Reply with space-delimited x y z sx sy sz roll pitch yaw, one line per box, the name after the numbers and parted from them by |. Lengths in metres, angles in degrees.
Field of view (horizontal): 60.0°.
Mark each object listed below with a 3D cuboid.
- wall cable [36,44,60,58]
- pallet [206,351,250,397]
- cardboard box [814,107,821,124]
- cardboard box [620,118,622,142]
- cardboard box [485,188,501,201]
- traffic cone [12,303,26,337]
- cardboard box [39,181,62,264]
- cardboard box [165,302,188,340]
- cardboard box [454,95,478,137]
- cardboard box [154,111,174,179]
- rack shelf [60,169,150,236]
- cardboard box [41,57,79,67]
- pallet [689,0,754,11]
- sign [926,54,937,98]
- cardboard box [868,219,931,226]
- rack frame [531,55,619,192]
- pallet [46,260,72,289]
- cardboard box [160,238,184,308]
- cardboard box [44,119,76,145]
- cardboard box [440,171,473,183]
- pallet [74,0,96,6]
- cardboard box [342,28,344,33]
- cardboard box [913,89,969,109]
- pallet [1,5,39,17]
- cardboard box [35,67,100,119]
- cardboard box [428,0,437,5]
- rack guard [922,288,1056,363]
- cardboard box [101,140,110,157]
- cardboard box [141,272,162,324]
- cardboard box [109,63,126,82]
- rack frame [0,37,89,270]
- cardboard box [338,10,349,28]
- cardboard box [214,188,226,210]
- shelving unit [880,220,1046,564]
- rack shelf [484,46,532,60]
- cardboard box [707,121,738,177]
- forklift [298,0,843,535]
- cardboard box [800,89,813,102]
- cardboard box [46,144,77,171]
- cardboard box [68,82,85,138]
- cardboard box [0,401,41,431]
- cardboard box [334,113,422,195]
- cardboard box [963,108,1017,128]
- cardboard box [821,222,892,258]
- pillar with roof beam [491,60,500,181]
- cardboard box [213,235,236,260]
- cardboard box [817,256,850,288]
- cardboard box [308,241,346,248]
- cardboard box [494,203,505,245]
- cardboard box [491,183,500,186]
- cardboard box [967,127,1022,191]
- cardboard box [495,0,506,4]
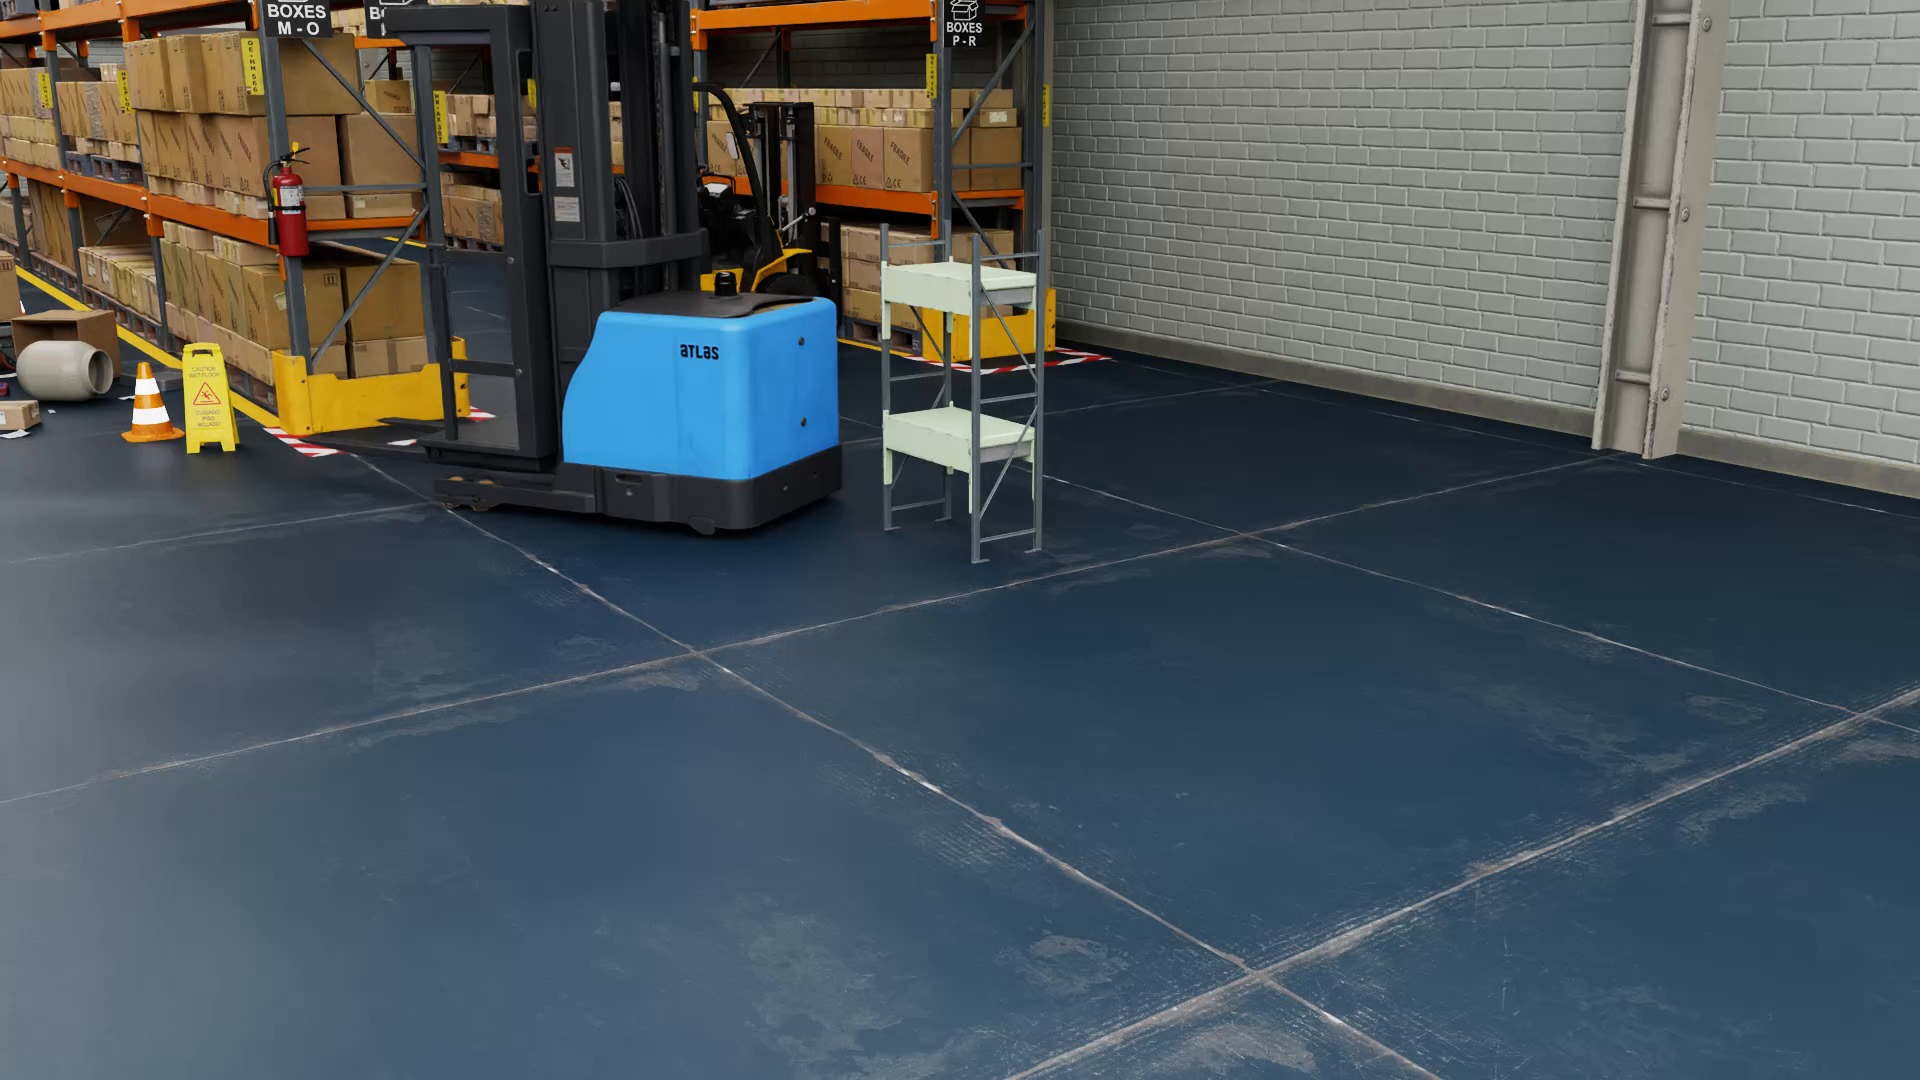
-15.383 -7.540 28.017 0.588 1.984 0.122 -11 19 -35 | wall cable
-4.988 -1.320 12.501 1.003 0.211 1.213 -11 19 -35 | pallet
-1.047 -3.710 14.532 0.380 0.149 0.250 -11 19 -35 | cardboard box
-3.220 -4.288 17.398 0.500 0.250 0.500 -10 18 -33 | cardboard box
-5.828 -4.413 21.229 0.380 0.149 0.250 -11 19 -34 | cardboard box
-7.995 -1.888 14.098 0.336 0.463 0.334 -11 19 -35 | traffic cone
-9.870 -3.638 18.917 0.875 0.875 0.875 -10 18 -33 | cardboard box
-6.004 -1.773 13.283 0.500 0.250 0.500 -12 19 -37 | cardboard box
-5.954 -5.378 21.059 0.700 0.500 0.500 -11 19 -35 | cardboard box
-5.786 -3.015 12.657 0.500 0.500 0.500 -11 19 -35 | cardboard box
-7.309 -3.144 15.244 1.077 0.370 4.000 -11 19 -35 | rack shelf
-10.812 -5.723 19.993 0.380 0.149 0.250 -11 19 -35 | cardboard box
-2.649 -5.376 16.717 0.805 0.209 1.217 -12 19 -37 | pallet
-0.215 -3.573 12.805 0.100 0.325 0.005 -11 19 -35 | sign
-0.480 -2.686 14.728 0.500 0.250 0.500 -11 19 -35 | cardboard box
-4.472 -4.689 19.528 1.000 3.000 0.127 -11 19 -35 | rack frame
-9.601 -3.014 18.687 1.003 0.211 1.213 -11 19 -35 | pallet
-6.004 -2.134 13.184 0.500 0.500 0.500 -10 18 -32 | cardboard box
-8.975 -4.151 16.898 0.500 0.250 0.500 -11 19 -35 | cardboard box
-6.779 -4.888 22.402 0.380 0.149 0.250 -11 19 -35 | cardboard box
-7.022 -4.790 14.567 1.213 0.211 1.003 -11 19 -35 | pallet
-9.001 -7.567 24.836 0.380 0.149 0.250 -10 18 -34 | cardboard box
-0.149 -3.530 13.308 0.380 0.149 0.250 -11 19 -34 | cardboard box
-10.258 -5.939 18.773 0.805 0.209 1.217 -12 19 -37 | pallet
-9.000 -4.519 16.820 0.500 0.500 0.500 -11 19 -36 | cardboard box
-6.538 -6.828 21.149 0.380 0.149 0.250 -11 19 -34 | cardboard box
0.246 -1.770 13.598 1.175 0.500 0.348 -11 19 -35 | rack guard
-7.533 -3.549 15.040 0.380 0.149 0.250 -10 18 -33 | cardboard box
-6.443 -2.111 14.288 0.950 0.372 0.625 -11 19 -34 | cardboard box
-7.003 -3.980 14.158 0.380 0.149 0.250 -12 19 -36 | cardboard box
-10.837 -4.772 19.831 1.000 3.000 0.127 -11 19 -35 | rack frame
-8.820 -7.673 24.468 0.500 0.250 0.500 -10 18 -33 | cardboard box
-4.983 -2.398 11.630 0.380 0.149 0.250 -11 19 -35 | cardboard box
0.004 -0.722 7.873 0.431 1.500 0.755 -11 19 -35 | shelving unit
-5.648 -6.216 20.787 1.077 0.370 4.000 -11 19 -35 | rack shelf
-2.070 -3.748 15.900 0.500 0.500 0.500 -12 19 -36 | cardboard box
-2.182 -1.676 8.646 3.031 2.935 1.130 7 17 24 | forklift
-1.190 -3.913 14.707 0.380 0.149 0.250 -11 19 -34 | cardboard box
-8.992 -3.914 16.977 0.500 0.250 0.500 -12 19 -36 | cardboard box
-8.095 -4.070 15.717 0.500 0.500 0.500 -10 18 -32 | cardboard box
-6.185 -0.801 10.721 0.380 0.149 0.250 -2 15 -6 | cardboard box
-3.835 -2.546 10.943 0.500 0.500 0.500 -11 19 -35 | cardboard box
0.242 -3.455 13.599 0.380 0.149 0.250 -11 19 -36 | cardboard box
-0.901 -2.604 14.427 0.500 0.250 0.500 -11 19 -34 | cardboard box
-9.986 -8.058 20.470 9.100 9.000 0.400 -11 19 -35 | pillar with roof beam
-5.032 -2.070 11.721 0.380 0.149 0.250 -10 18 -32 | cardboard box
-0.914 -2.370 14.519 0.500 0.250 0.500 -11 19 -36 | cardboard box
-4.967 -2.000 12.695 0.500 0.500 0.500 -10 18 -32 | cardboard box
-5.490 -3.963 20.814 0.500 0.500 0.500 -10 18 -32 | cardboard box
-6.066 -4.714 22.327 0.380 0.149 0.250 -11 19 -34 | cardboard box
0.165 -3.178 13.817 0.500 0.500 0.500 -10 18 -33 | cardboard box
-5.327 -6.459 19.841 0.380 0.149 0.250 -11 19 -35 | cardboard box
